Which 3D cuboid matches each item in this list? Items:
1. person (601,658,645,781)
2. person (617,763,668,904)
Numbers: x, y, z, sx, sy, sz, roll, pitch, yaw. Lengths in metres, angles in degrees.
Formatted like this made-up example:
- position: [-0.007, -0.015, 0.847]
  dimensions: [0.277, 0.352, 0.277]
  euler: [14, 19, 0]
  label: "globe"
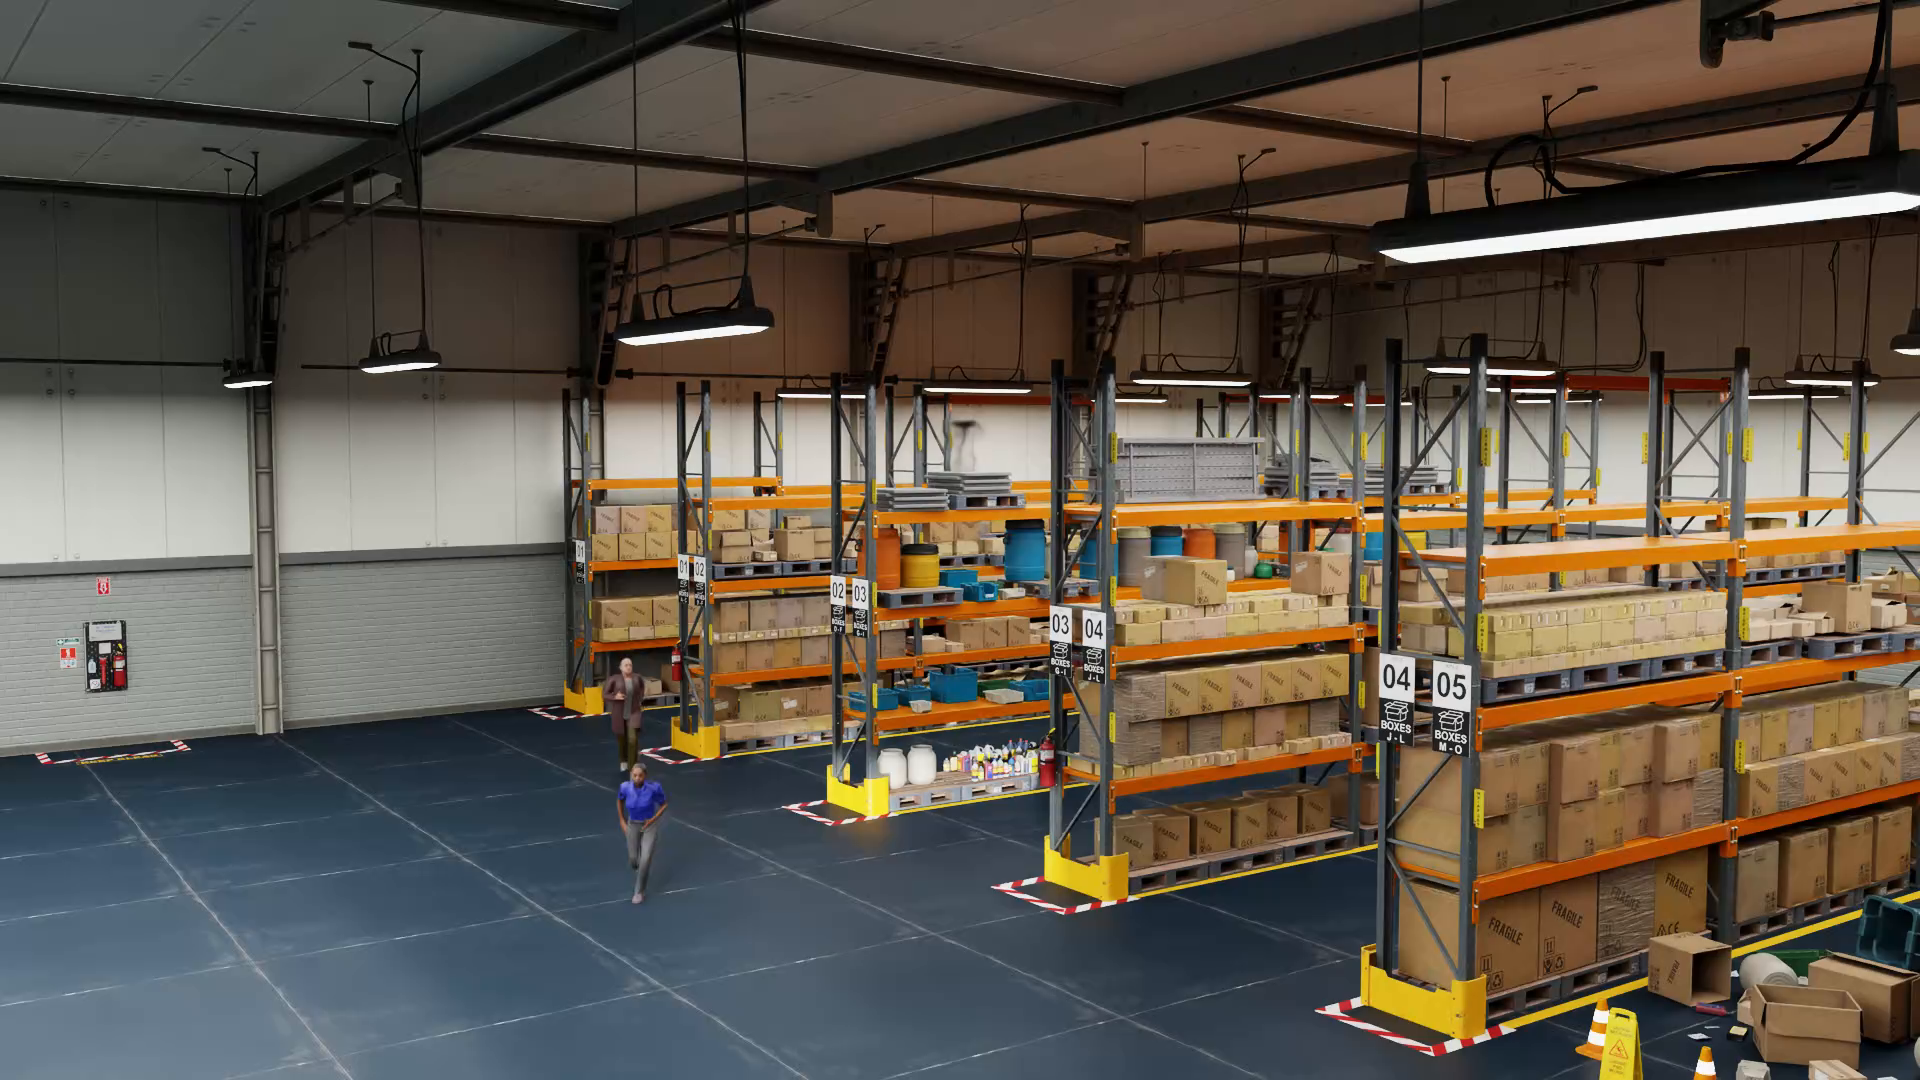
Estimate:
- position: [-5.035, 2.681, 24.935]
  dimensions: [0.672, 1.842, 0.864]
  euler: [-1, 4, -18]
  label: "person"
- position: [-3.517, 3.222, 18.425]
  dimensions: [0.566, 1.580, 0.723]
  euler: [0, 4, -6]
  label: "person"
